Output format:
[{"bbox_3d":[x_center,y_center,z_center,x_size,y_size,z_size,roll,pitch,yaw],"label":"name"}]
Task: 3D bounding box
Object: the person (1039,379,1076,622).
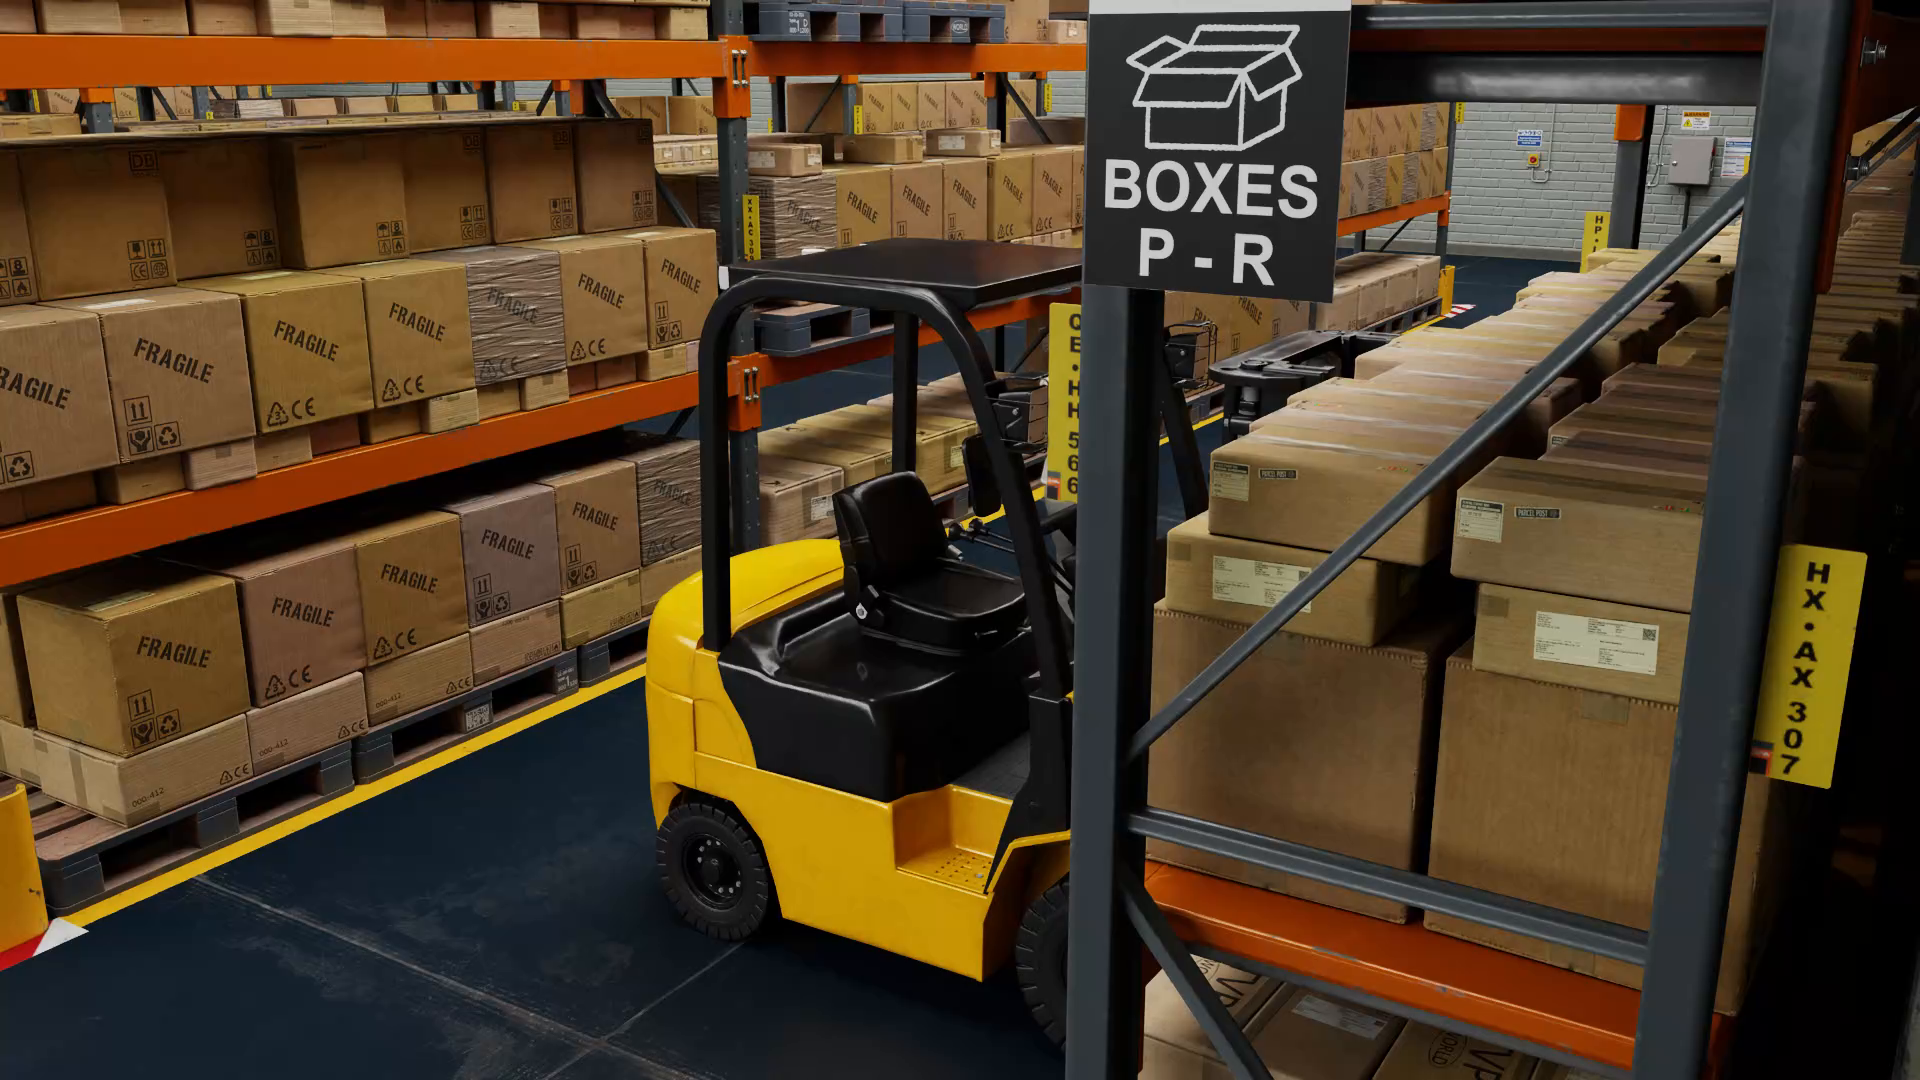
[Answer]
[{"bbox_3d":[0.626,-0.253,7.585,0.444,1.586,0.534,10,19,31],"label":"person"}]
